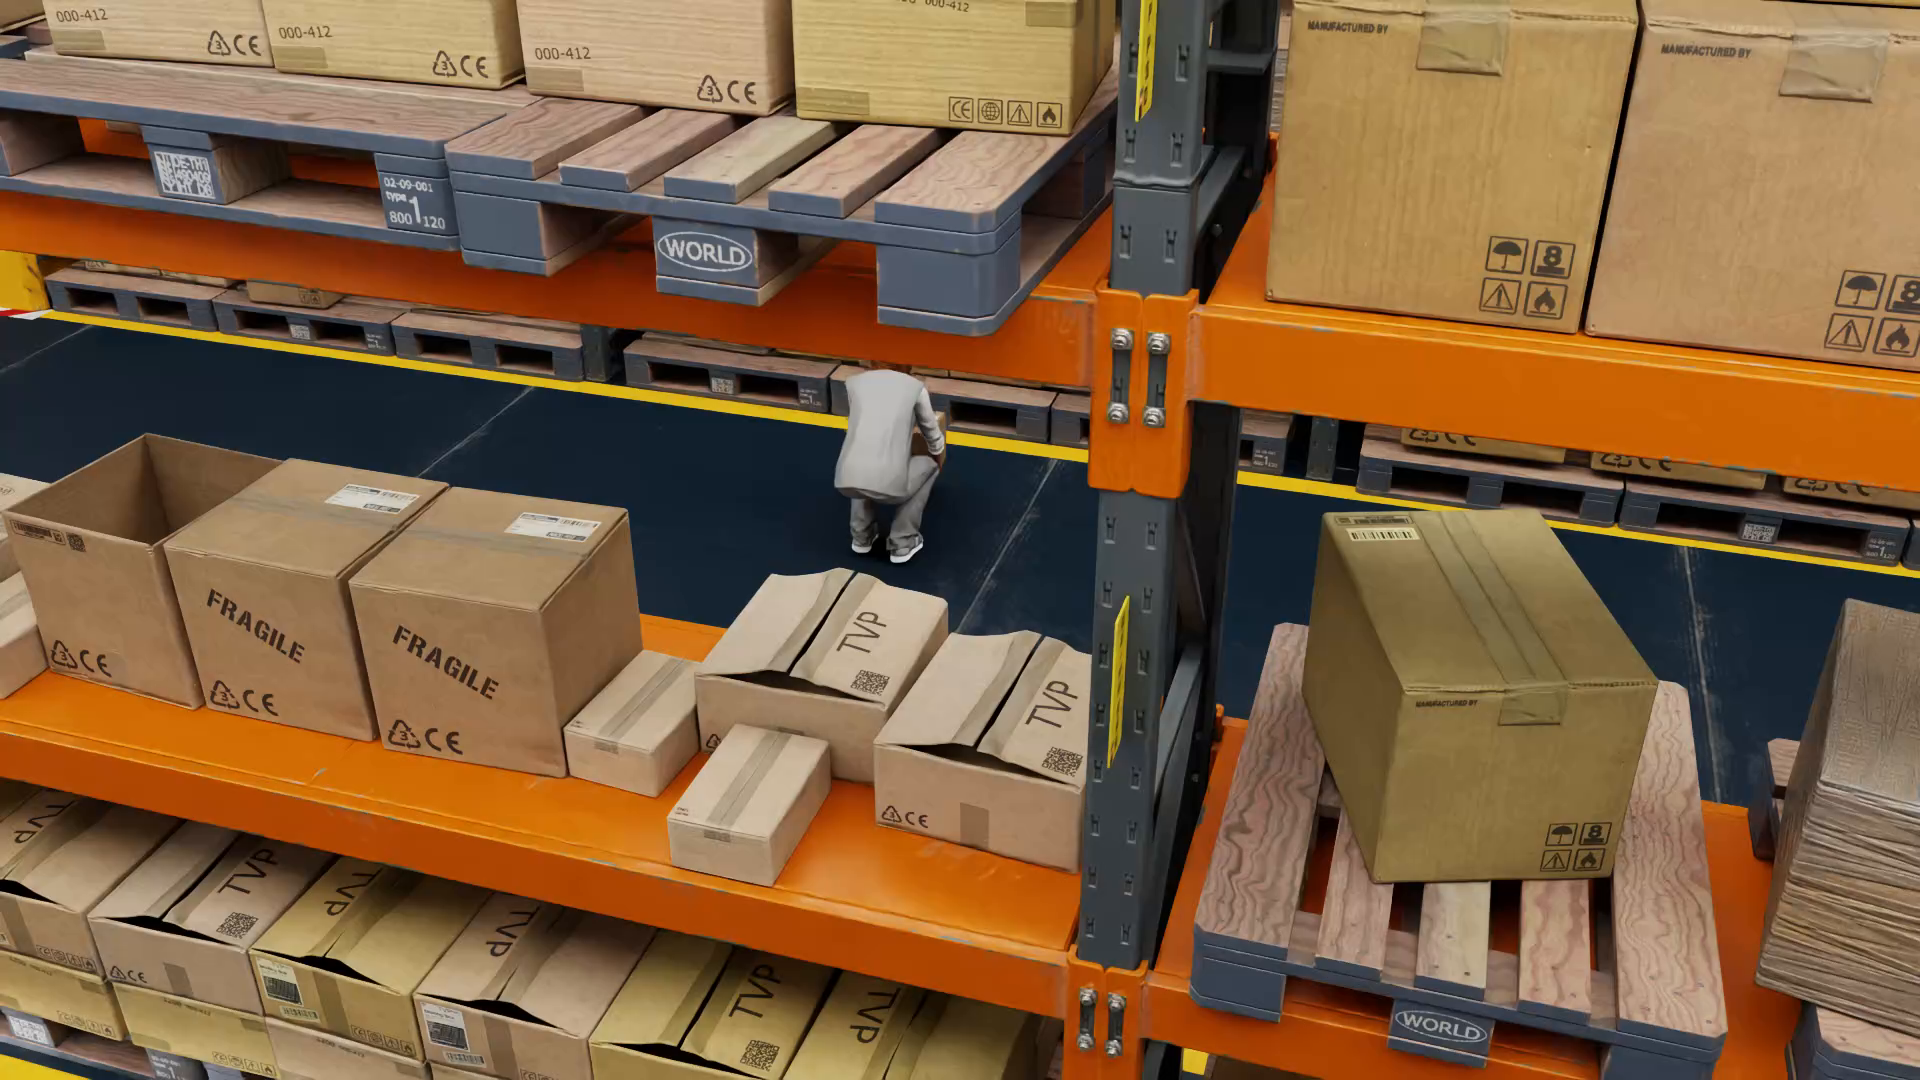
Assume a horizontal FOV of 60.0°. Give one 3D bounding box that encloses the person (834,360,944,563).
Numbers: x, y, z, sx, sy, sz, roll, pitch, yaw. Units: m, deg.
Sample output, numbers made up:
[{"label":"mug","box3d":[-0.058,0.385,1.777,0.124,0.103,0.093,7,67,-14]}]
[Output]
[{"label":"person","box3d":[-0.336,-0.396,7.555,0.447,0.890,0.807,9,31,15]}]
